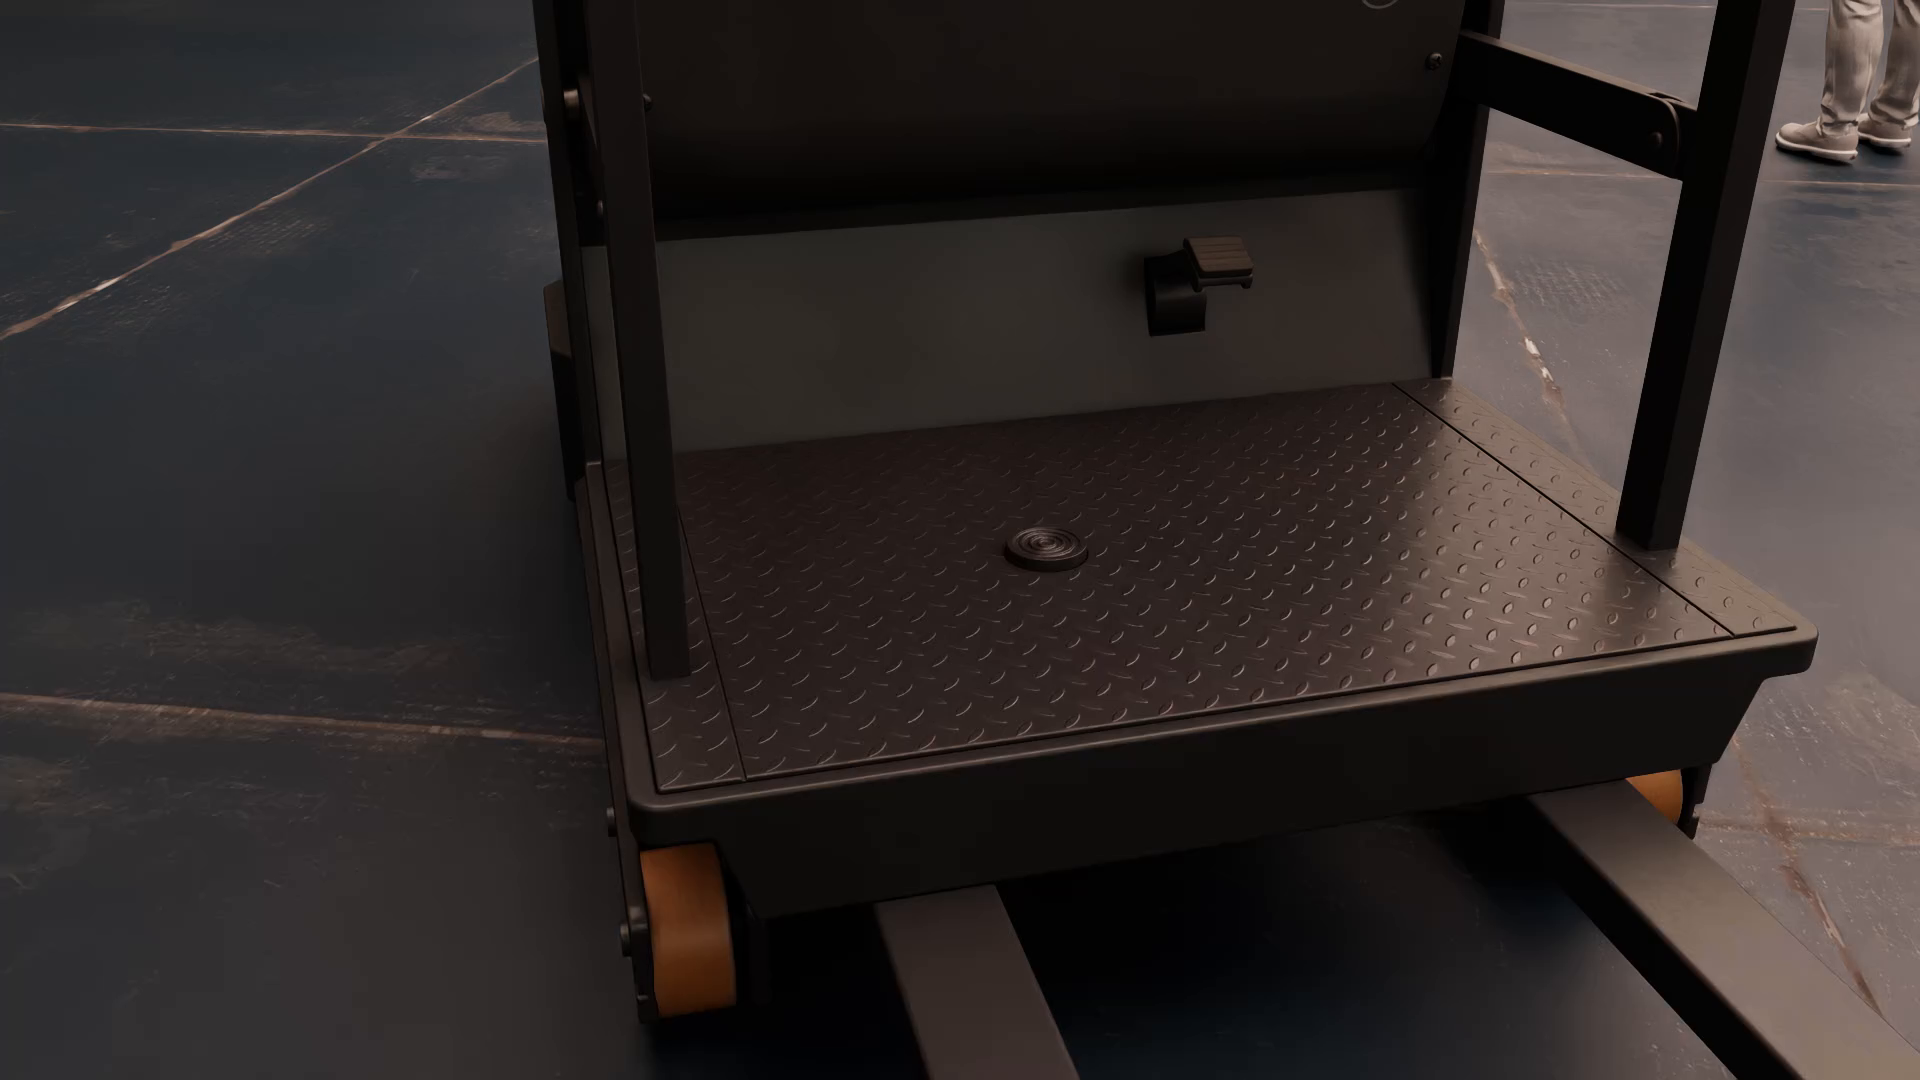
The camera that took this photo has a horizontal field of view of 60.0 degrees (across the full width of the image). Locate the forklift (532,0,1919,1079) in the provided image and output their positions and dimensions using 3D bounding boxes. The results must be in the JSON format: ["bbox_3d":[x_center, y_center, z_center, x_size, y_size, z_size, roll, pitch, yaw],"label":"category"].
[{"bbox_3d":[0.153,-1.049,1.319,1.130,2.935,3.031,-7,27,-13],"label":"forklift"}]

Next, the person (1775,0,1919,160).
[{"bbox_3d":[2.419,-1.841,4.275,0.588,1.696,0.533,-1,27,-2],"label":"person"}]
